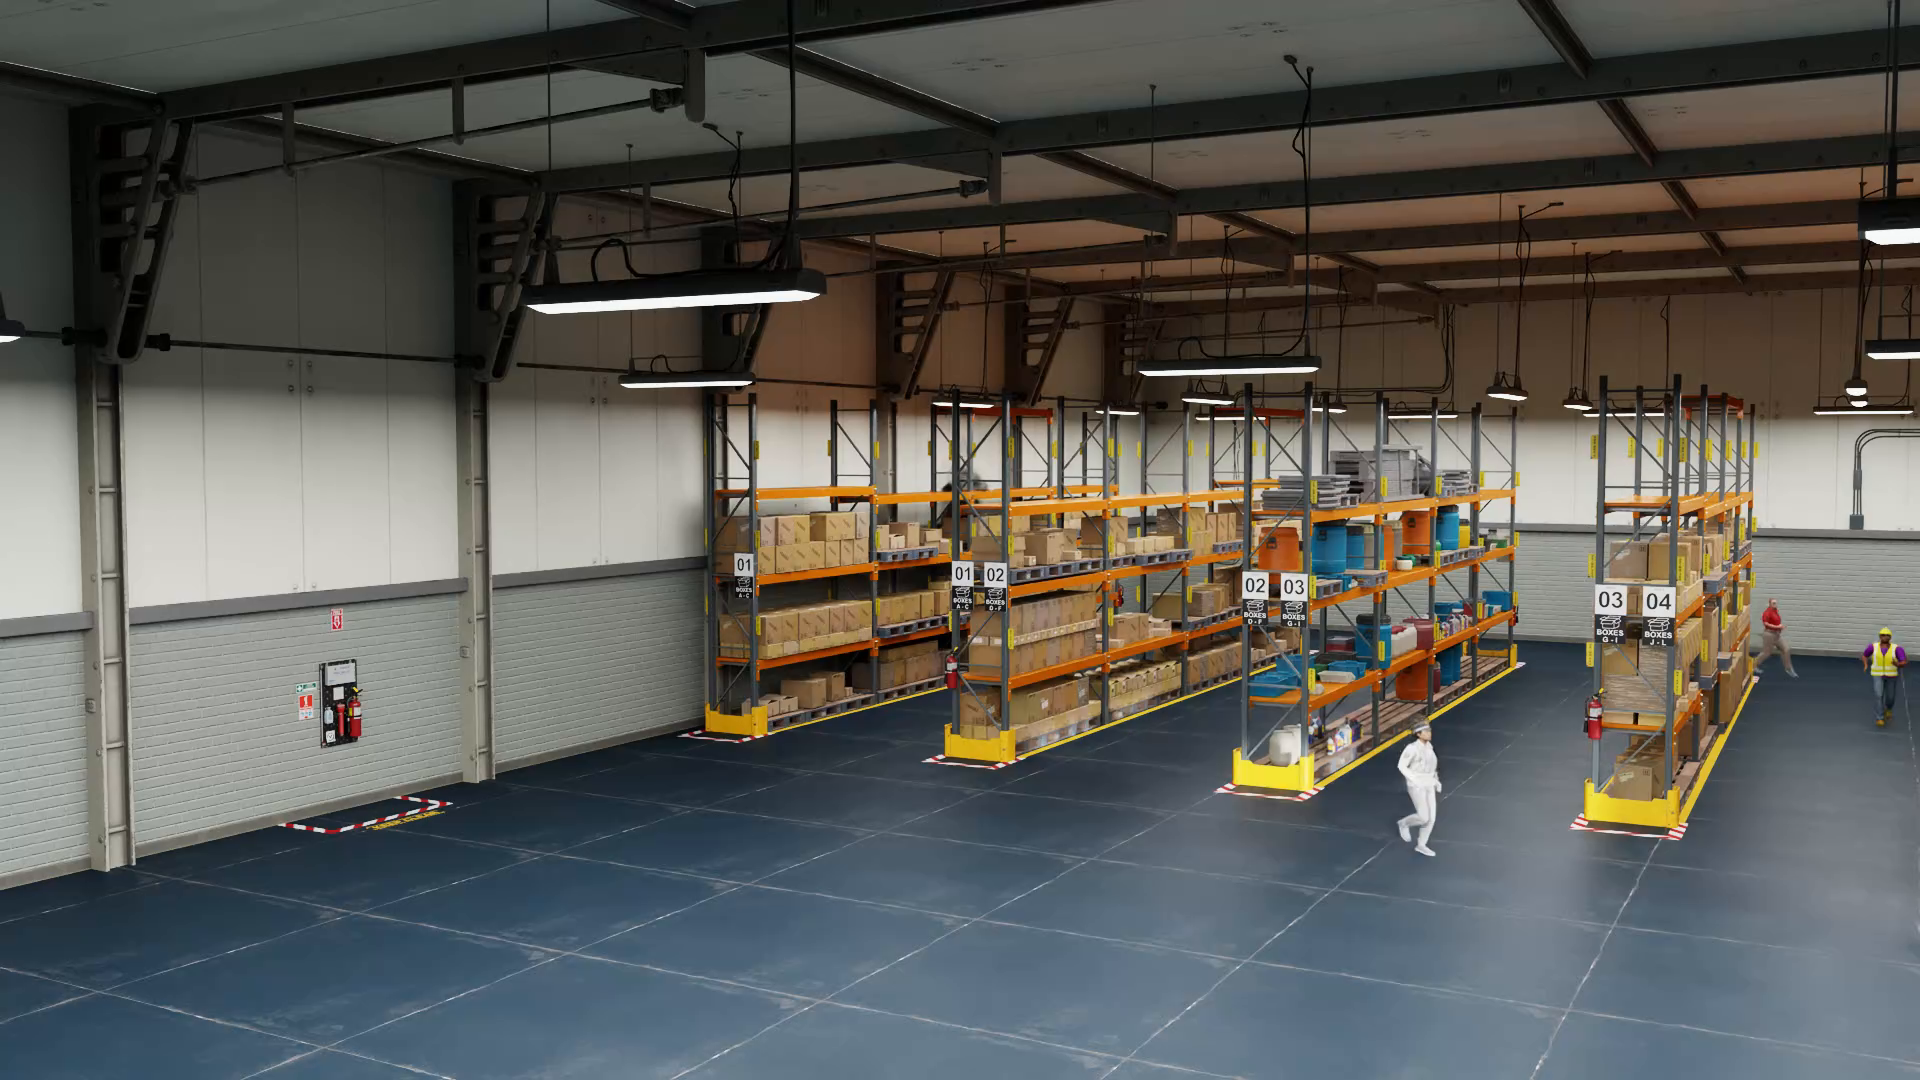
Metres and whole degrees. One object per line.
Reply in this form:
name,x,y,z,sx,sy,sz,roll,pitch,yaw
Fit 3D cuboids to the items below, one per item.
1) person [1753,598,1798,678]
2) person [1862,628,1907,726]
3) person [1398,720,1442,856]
person,17.978,2.161,36.792,0.665,1.754,0.941,-2,4,-39
person,16.805,2.476,30.240,0.710,1.747,0.968,2,3,27
person,5.697,3.062,20.693,0.615,1.674,0.552,-2,4,-33
